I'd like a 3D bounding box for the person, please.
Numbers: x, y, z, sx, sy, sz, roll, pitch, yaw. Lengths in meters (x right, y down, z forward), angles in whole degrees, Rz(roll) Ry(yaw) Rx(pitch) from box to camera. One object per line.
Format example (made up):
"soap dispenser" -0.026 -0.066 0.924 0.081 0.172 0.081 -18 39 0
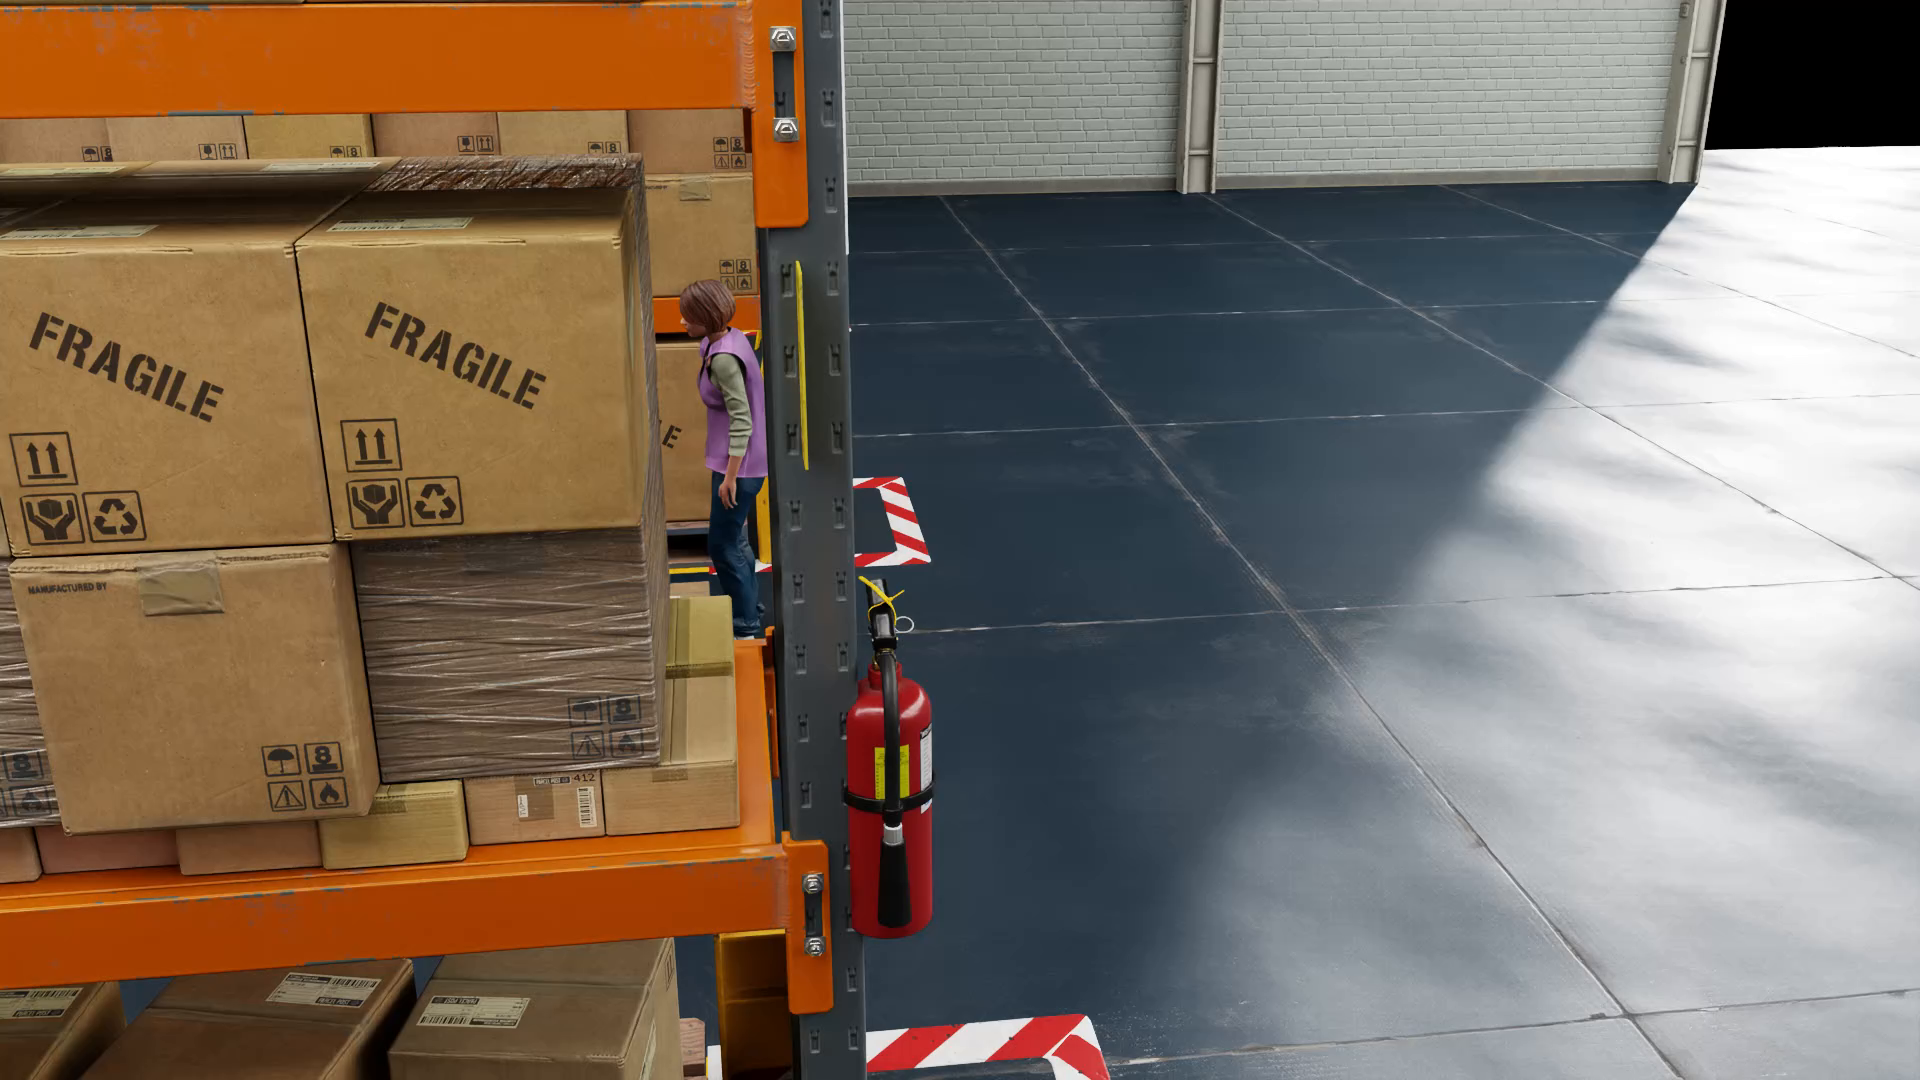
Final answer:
"person" -0.969 -0.299 6.900 0.377 1.592 0.476 -4 21 -11
